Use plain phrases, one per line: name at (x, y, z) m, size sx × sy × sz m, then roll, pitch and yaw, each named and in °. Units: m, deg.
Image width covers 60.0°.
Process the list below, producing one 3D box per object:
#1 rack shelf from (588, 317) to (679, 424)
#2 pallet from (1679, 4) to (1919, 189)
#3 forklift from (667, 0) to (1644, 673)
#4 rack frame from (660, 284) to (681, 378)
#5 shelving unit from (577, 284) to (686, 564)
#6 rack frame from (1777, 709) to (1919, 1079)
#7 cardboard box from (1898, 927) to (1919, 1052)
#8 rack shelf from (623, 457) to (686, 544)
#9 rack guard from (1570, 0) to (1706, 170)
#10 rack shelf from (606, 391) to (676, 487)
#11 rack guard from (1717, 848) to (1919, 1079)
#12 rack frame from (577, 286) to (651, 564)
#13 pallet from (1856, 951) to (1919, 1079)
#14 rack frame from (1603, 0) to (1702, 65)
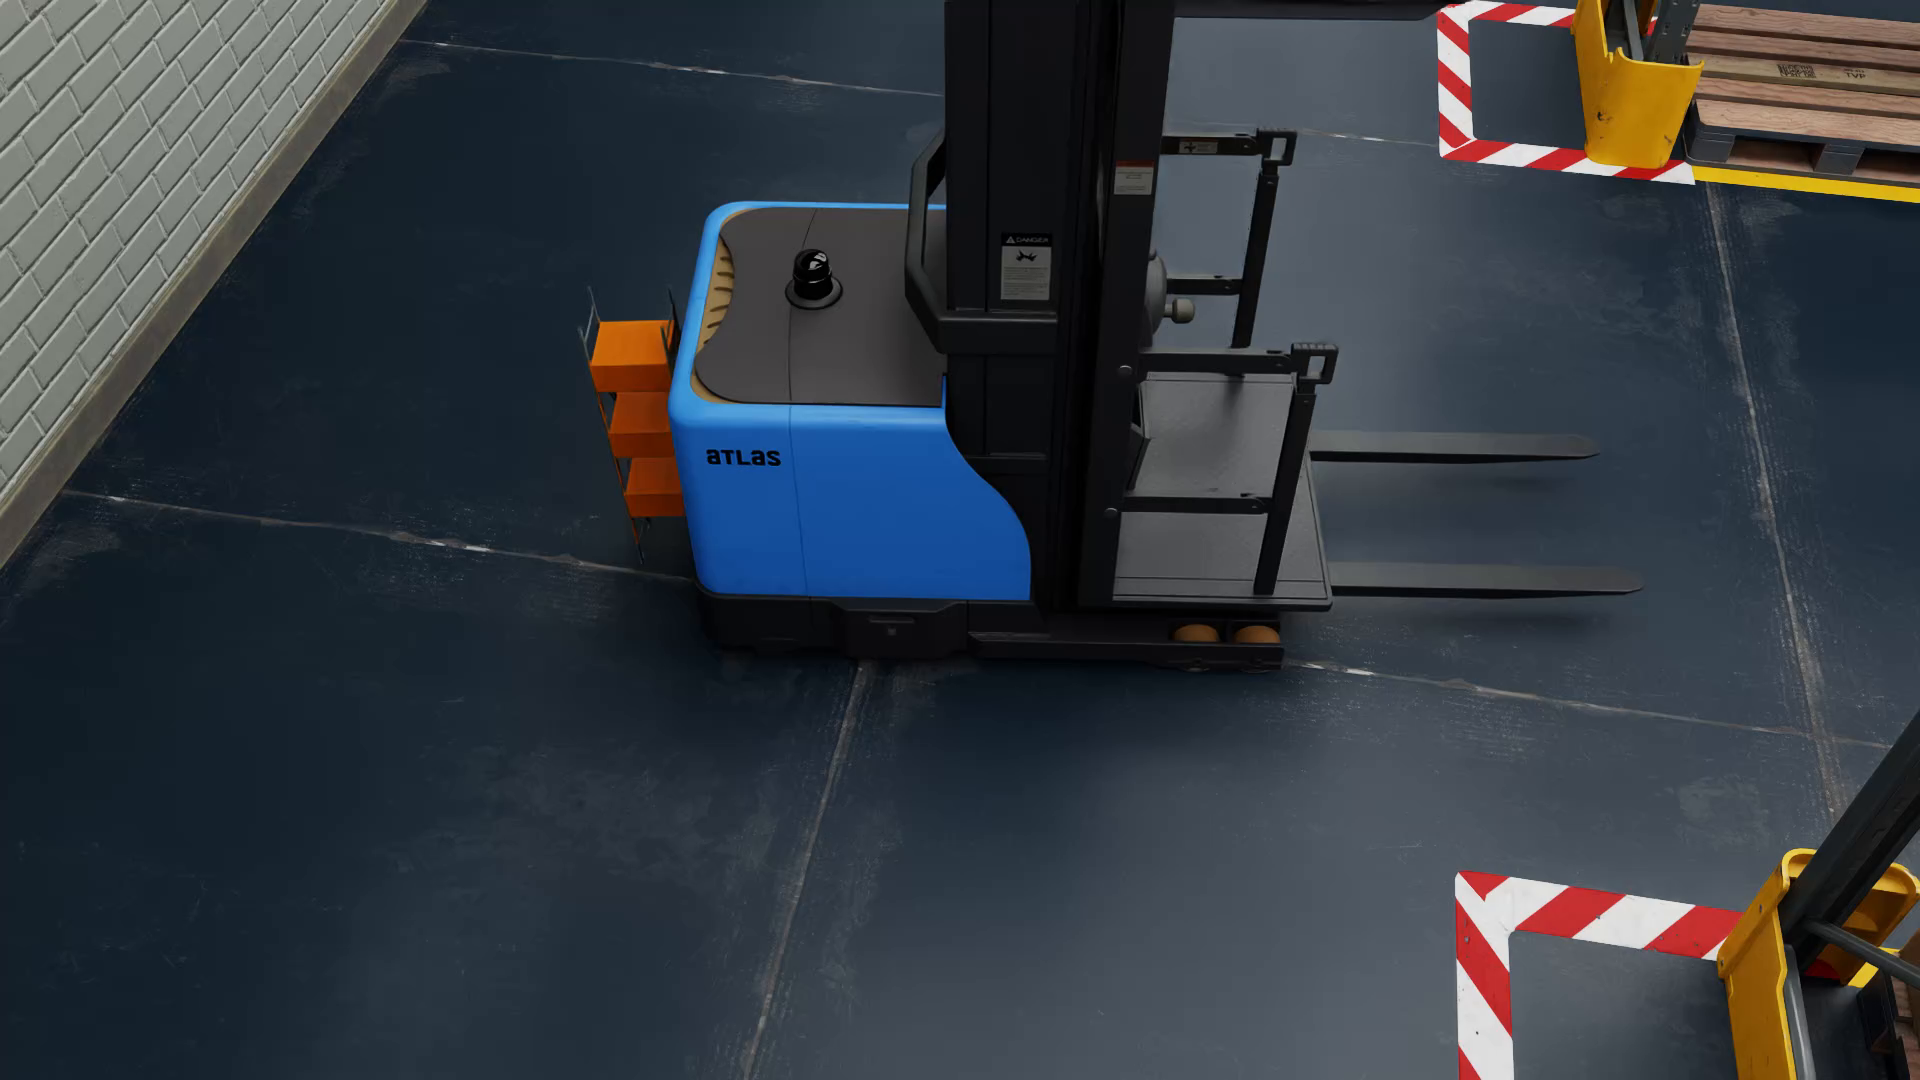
rack shelf at (-0.991, -0.527, 5.145) m, size 0.240 × 0.259 × 0.215 m, roll -1°, pitch 48°, yaw 2°
pallet at (3.825, -1.984, 7.390) m, size 1.213 × 0.211 × 1.003 m, roll 8°, pitch 49°, yaw 7°
forklift at (0.683, -0.954, 4.637) m, size 3.031 × 2.935 × 1.130 m, roll 1°, pitch 48°, yaw 1°
rack frame at (-0.859, -0.347, 5.344) m, size 0.008 × 1.050 × 0.200 m, roll -1°, pitch 48°, yaw 2°
shelving unit at (-0.981, -0.344, 5.348) m, size 0.252 × 1.050 × 0.215 m, roll -1°, pitch 48°, yaw 2°
rack frame at (2.136, 0.572, 3.219) m, size 0.127 × 3.000 × 1.000 m, roll 8°, pitch 49°, yaw 7°
cardboard box at (2.715, 1.152, 4.083) m, size 0.500 × 0.500 × 0.500 m, roll 8°, pitch 49°, yaw 7°
rack shelf at (-0.971, -0.152, 5.562) m, size 0.240 × 0.259 × 0.215 m, roll -1°, pitch 48°, yaw 2°
rack guard at (2.995, -2.211, 7.401) m, size 0.348 × 0.500 × 1.175 m, roll 8°, pitch 49°, yaw 7°
rack shelf at (-0.981, -0.337, 5.355) m, size 0.240 × 0.259 × 0.215 m, roll -1°, pitch 48°, yaw 2°
rack guard at (2.211, 1.418, 4.140) m, size 0.348 × 0.500 × 1.175 m, roll 8°, pitch 49°, yaw 7°
rack frame at (-1.103, -0.342, 5.351) m, size 0.008 × 1.050 × 0.200 m, roll -1°, pitch 48°, yaw 2°
pallet at (2.996, 1.619, 4.154) m, size 1.213 × 0.211 × 1.003 m, roll 8°, pitch 49°, yaw 7°
rack frame at (3.021, -3.053, 6.477) m, size 0.127 × 3.000 × 1.000 m, roll 8°, pitch 49°, yaw 7°
